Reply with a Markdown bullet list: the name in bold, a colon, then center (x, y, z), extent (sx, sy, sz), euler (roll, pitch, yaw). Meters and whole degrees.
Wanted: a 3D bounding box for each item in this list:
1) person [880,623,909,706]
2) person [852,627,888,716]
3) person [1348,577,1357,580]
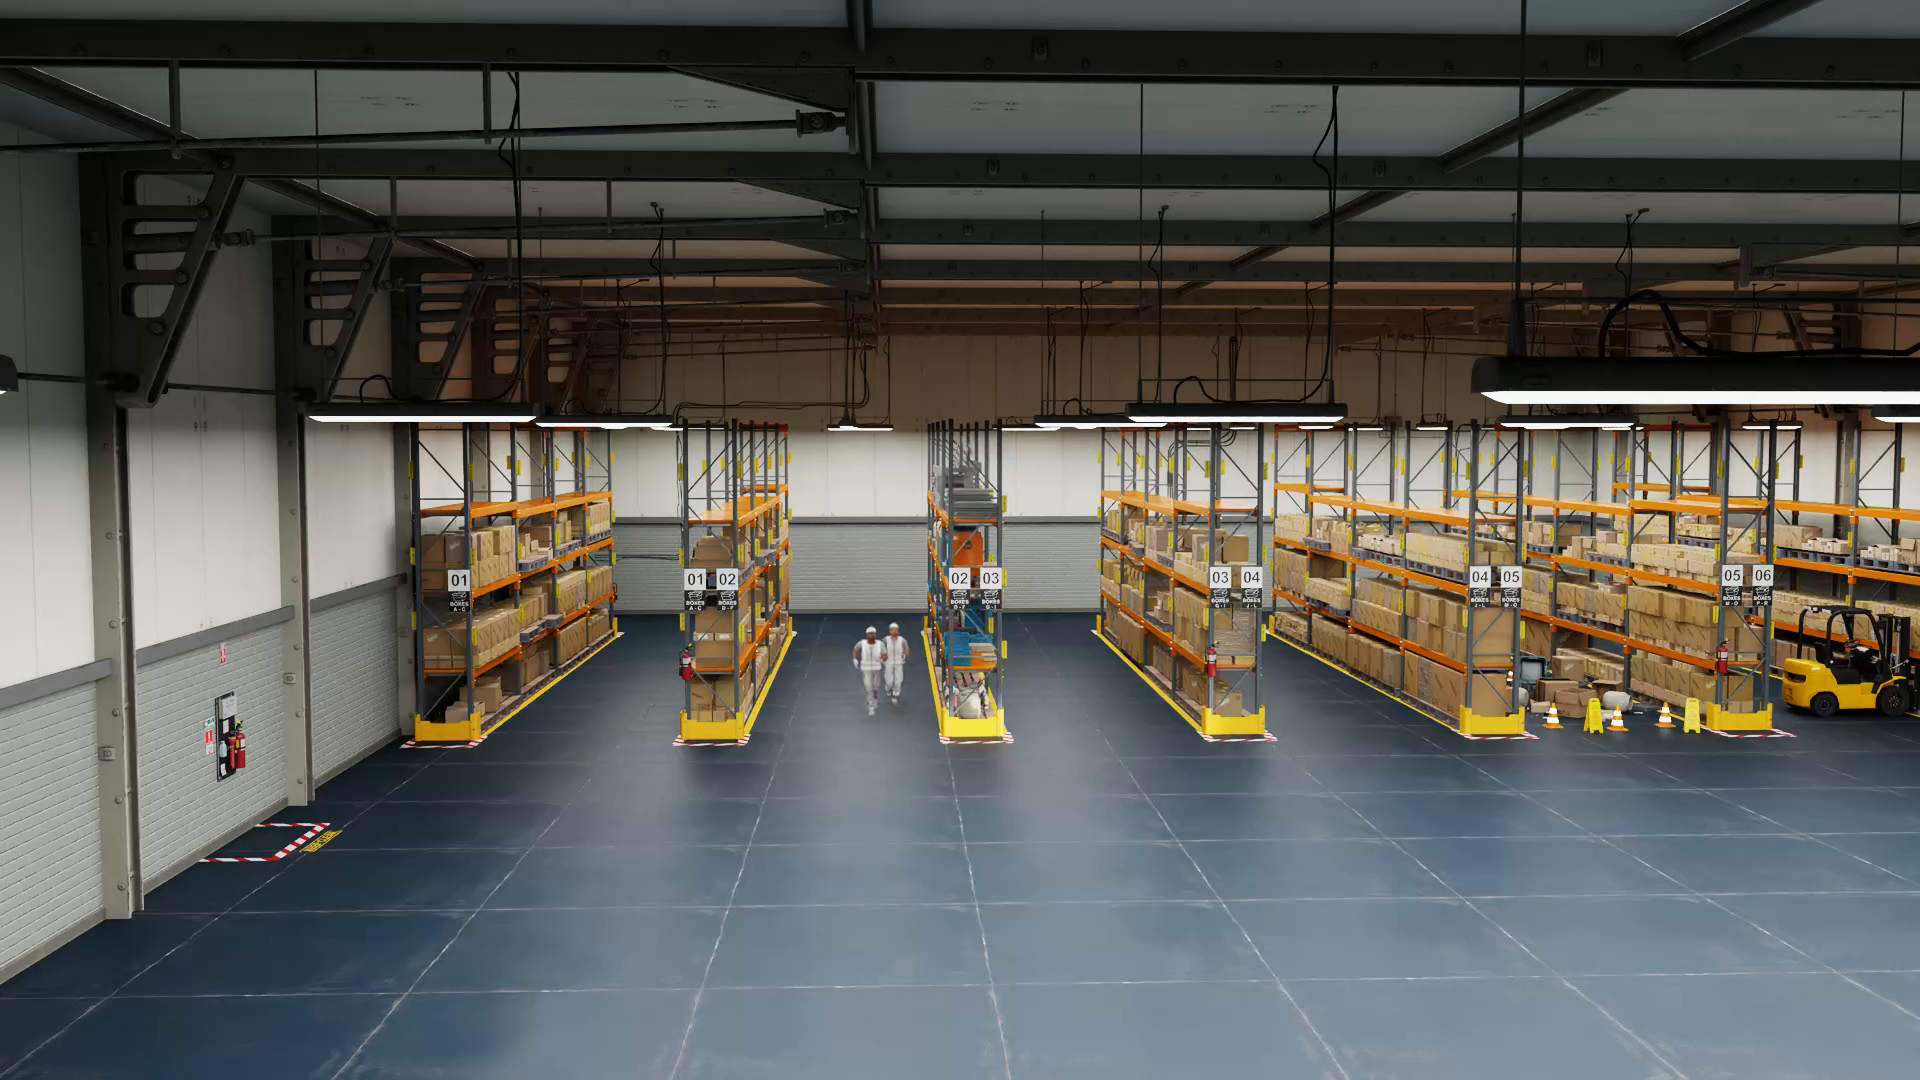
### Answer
- **person**: center (-1.383, 2.615, 34.774), extent (0.647, 1.740, 0.583), euler (0, 4, -7)
- **person**: center (-1.815, 2.646, 33.899), extent (0.709, 1.750, 1.013), euler (-1, 4, -11)
- **person**: center (11.143, 1.854, 47.246), extent (0.585, 1.721, 0.758), euler (-1, 4, -17)
